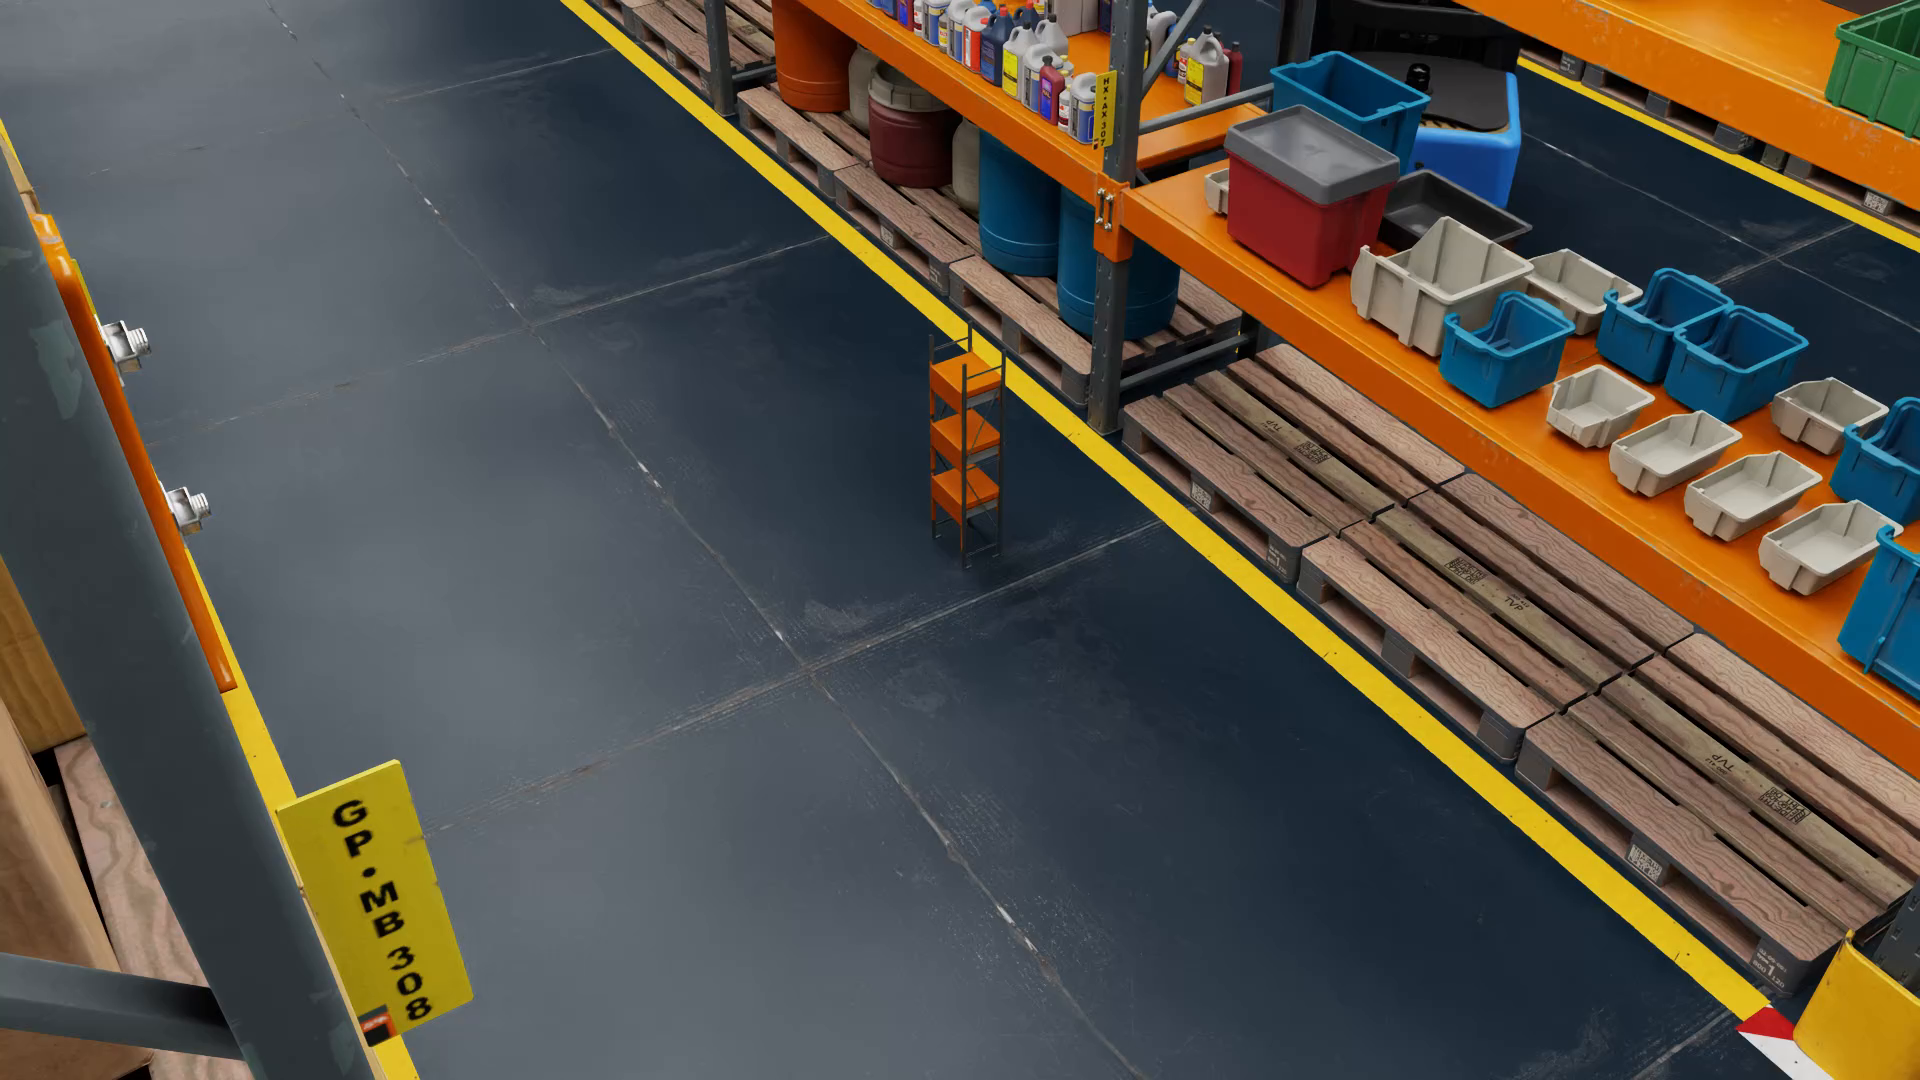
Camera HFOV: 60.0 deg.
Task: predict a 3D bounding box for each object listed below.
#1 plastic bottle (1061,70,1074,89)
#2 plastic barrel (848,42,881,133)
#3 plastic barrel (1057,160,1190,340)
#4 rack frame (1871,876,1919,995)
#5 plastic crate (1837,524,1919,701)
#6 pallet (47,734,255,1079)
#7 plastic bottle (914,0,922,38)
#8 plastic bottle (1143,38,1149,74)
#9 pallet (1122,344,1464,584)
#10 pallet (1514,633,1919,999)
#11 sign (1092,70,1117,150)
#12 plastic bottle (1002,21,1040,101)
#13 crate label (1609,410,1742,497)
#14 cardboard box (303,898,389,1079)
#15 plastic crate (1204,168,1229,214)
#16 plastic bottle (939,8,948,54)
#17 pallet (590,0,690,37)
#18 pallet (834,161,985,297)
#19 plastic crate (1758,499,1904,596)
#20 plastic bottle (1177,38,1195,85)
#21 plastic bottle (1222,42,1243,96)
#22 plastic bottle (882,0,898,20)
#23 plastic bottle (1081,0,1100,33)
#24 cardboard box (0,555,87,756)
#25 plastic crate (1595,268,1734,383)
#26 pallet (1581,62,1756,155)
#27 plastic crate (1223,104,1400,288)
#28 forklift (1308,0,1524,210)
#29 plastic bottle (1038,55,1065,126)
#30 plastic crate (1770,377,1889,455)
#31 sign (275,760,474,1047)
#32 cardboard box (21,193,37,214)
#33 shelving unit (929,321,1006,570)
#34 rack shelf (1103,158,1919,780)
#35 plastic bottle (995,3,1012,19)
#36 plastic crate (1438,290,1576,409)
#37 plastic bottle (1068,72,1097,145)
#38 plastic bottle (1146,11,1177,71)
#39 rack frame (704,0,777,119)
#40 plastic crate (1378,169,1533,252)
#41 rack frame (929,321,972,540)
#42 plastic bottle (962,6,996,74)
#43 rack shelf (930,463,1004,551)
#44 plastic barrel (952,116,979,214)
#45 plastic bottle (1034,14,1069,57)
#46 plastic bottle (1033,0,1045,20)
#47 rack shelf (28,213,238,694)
[{"bbox_3d":[0.466,-2.008,7.472,0.097,0.201,0.097,0,40,0],"label":"plastic bottle"},{"bbox_3d":[-0.438,-2.669,9.725,0.421,0.512,0.421,0,40,0],"label":"plastic barrel"},{"bbox_3d":[0.778,-1.492,8.008,0.600,0.901,0.708,-22,45,-24],"label":"plastic barrel"},{"bbox_3d":[3.207,0.322,4.520,1.000,3.000,0.127,-22,45,-24],"label":"rack frame"},{"bbox_3d":[2.869,0.169,4.629,0.616,0.435,0.499,-22,45,-24],"label":"plastic crate"},{"bbox_3d":[-1.377,0.512,2.019,1.003,0.211,1.213,-22,45,-24],"label":"pallet"},{"bbox_3d":[-0.178,-2.582,8.161,0.097,0.201,0.097,0,40,0],"label":"plastic bottle"},{"bbox_3d":[0.837,-2.286,7.805,0.097,0.201,0.097,0,40,0],"label":"plastic bottle"},{"bbox_3d":[1.484,-0.382,7.544,1.003,0.211,1.213,-22,45,-24],"label":"pallet"},{"bbox_3d":[2.796,0.935,5.963,1.003,0.211,1.213,-22,45,-24],"label":"pallet"},{"bbox_3d":[0.591,-1.755,6.797,0.100,0.325,0.005,-22,45,-24],"label":"sign"},{"bbox_3d":[0.286,-2.201,7.587,0.144,0.351,0.185,-22,45,-24],"label":"plastic bottle"},{"bbox_3d":[2.302,-0.281,5.403,0.396,0.136,0.243,-22,45,-24],"label":"crate label"},{"bbox_3d":[-1.268,1.060,2.933,0.500,0.500,0.500,-23,45,-25],"label":"cardboard box"},{"bbox_3d":[1.186,-1.458,6.816,0.396,0.136,0.243,-22,45,-24],"label":"plastic crate"},{"bbox_3d":[-0.054,-2.457,8.011,0.097,0.201,0.097,0,40,0],"label":"plastic bottle"},{"bbox_3d":[-2.130,-4.014,11.902,1.003,0.211,1.213,-22,45,-24],"label":"pallet"},{"bbox_3d":[0.016,-1.856,9.312,1.003,0.211,1.213,-22,45,-24],"label":"pallet"},{"bbox_3d":[2.616,0.023,5.039,0.396,0.136,0.243,-22,45,-24],"label":"plastic crate"},{"bbox_3d":[1.070,-2.233,7.742,0.097,0.201,0.097,0,40,0],"label":"plastic bottle"},{"bbox_3d":[1.219,-2.137,7.562,0.061,0.283,0.133,-22,45,-24],"label":"plastic bottle"},{"bbox_3d":[-0.306,-2.796,8.301,0.144,0.351,0.185,-22,45,-24],"label":"plastic bottle"},{"bbox_3d":[0.631,-2.670,8.208,0.152,0.276,0.135,-22,45,-24],"label":"plastic bottle"},{"bbox_3d":[-1.495,0.029,2.045,0.700,0.500,0.500,-24,45,-26],"label":"cardboard box"},{"bbox_3d":[2.482,-0.756,5.898,0.416,0.233,0.300,-22,45,-24],"label":"plastic crate"},{"bbox_3d":[4.765,-2.895,10.559,1.003,0.211,1.213,-22,45,-24],"label":"pallet"},{"bbox_3d":[1.325,-1.316,6.390,0.402,0.464,0.583,-22,45,-24],"label":"plastic crate"},{"bbox_3d":[2.482,-3.182,8.779,1.130,2.935,3.031,8,40,10],"label":"forklift"},{"bbox_3d":[0.409,-2.003,7.401,0.061,0.283,0.133,-22,45,-24],"label":"plastic bottle"},{"bbox_3d":[2.884,-0.414,5.563,0.250,0.136,0.298,-22,45,-24],"label":"plastic crate"},{"bbox_3d":[-0.498,0.321,1.434,0.100,0.325,0.005,-22,45,-24],"label":"sign"},{"bbox_3d":[-4.444,-0.773,7.166,1.225,0.875,0.875,-22,45,-24],"label":"cardboard box"},{"bbox_3d":[0.029,-0.374,6.879,0.215,1.050,0.252,-22,45,-24],"label":"shelving unit"},{"bbox_3d":[2.132,-0.481,6.046,1.077,0.370,4.000,-22,45,-24],"label":"rack shelf"},{"bbox_3d":[0.199,-2.411,7.901,0.097,0.271,0.097,0,40,0],"label":"plastic bottle"},{"bbox_3d":[1.887,-0.657,5.779,0.416,0.233,0.300,-22,45,-24],"label":"plastic crate"},{"bbox_3d":[0.572,-1.891,7.273,0.152,0.276,0.135,-22,45,-24],"label":"plastic bottle"},{"bbox_3d":[0.932,-2.368,7.845,0.152,0.276,0.135,-22,45,-24],"label":"plastic bottle"},{"bbox_3d":[-1.095,-3.996,9.702,1.000,3.000,0.127,-22,45,-24],"label":"rack frame"},{"bbox_3d":[1.885,-1.243,6.566,0.437,0.125,0.590,-22,45,-24],"label":"plastic crate"},{"bbox_3d":[-0.037,-0.440,6.958,0.200,1.050,0.008,-22,45,-24],"label":"rack frame"},{"bbox_3d":[0.104,-2.360,7.836,0.152,0.276,0.135,-22,45,-24],"label":"plastic bottle"},{"bbox_3d":[0.029,-0.153,7.064,0.215,0.259,0.240,-22,45,-24],"label":"rack shelf"},{"bbox_3d":[0.169,-2.060,8.994,0.421,0.512,0.421,0,40,0],"label":"plastic barrel"},{"bbox_3d":[0.408,-2.251,7.647,0.144,0.351,0.185,-22,45,-24],"label":"plastic bottle"},{"bbox_3d":[0.411,-2.713,8.318,0.097,0.201,0.097,0,40,0],"label":"plastic bottle"},{"bbox_3d":[-2.044,-0.927,2.208,1.077,0.370,4.000,-22,45,-24],"label":"rack shelf"}]
